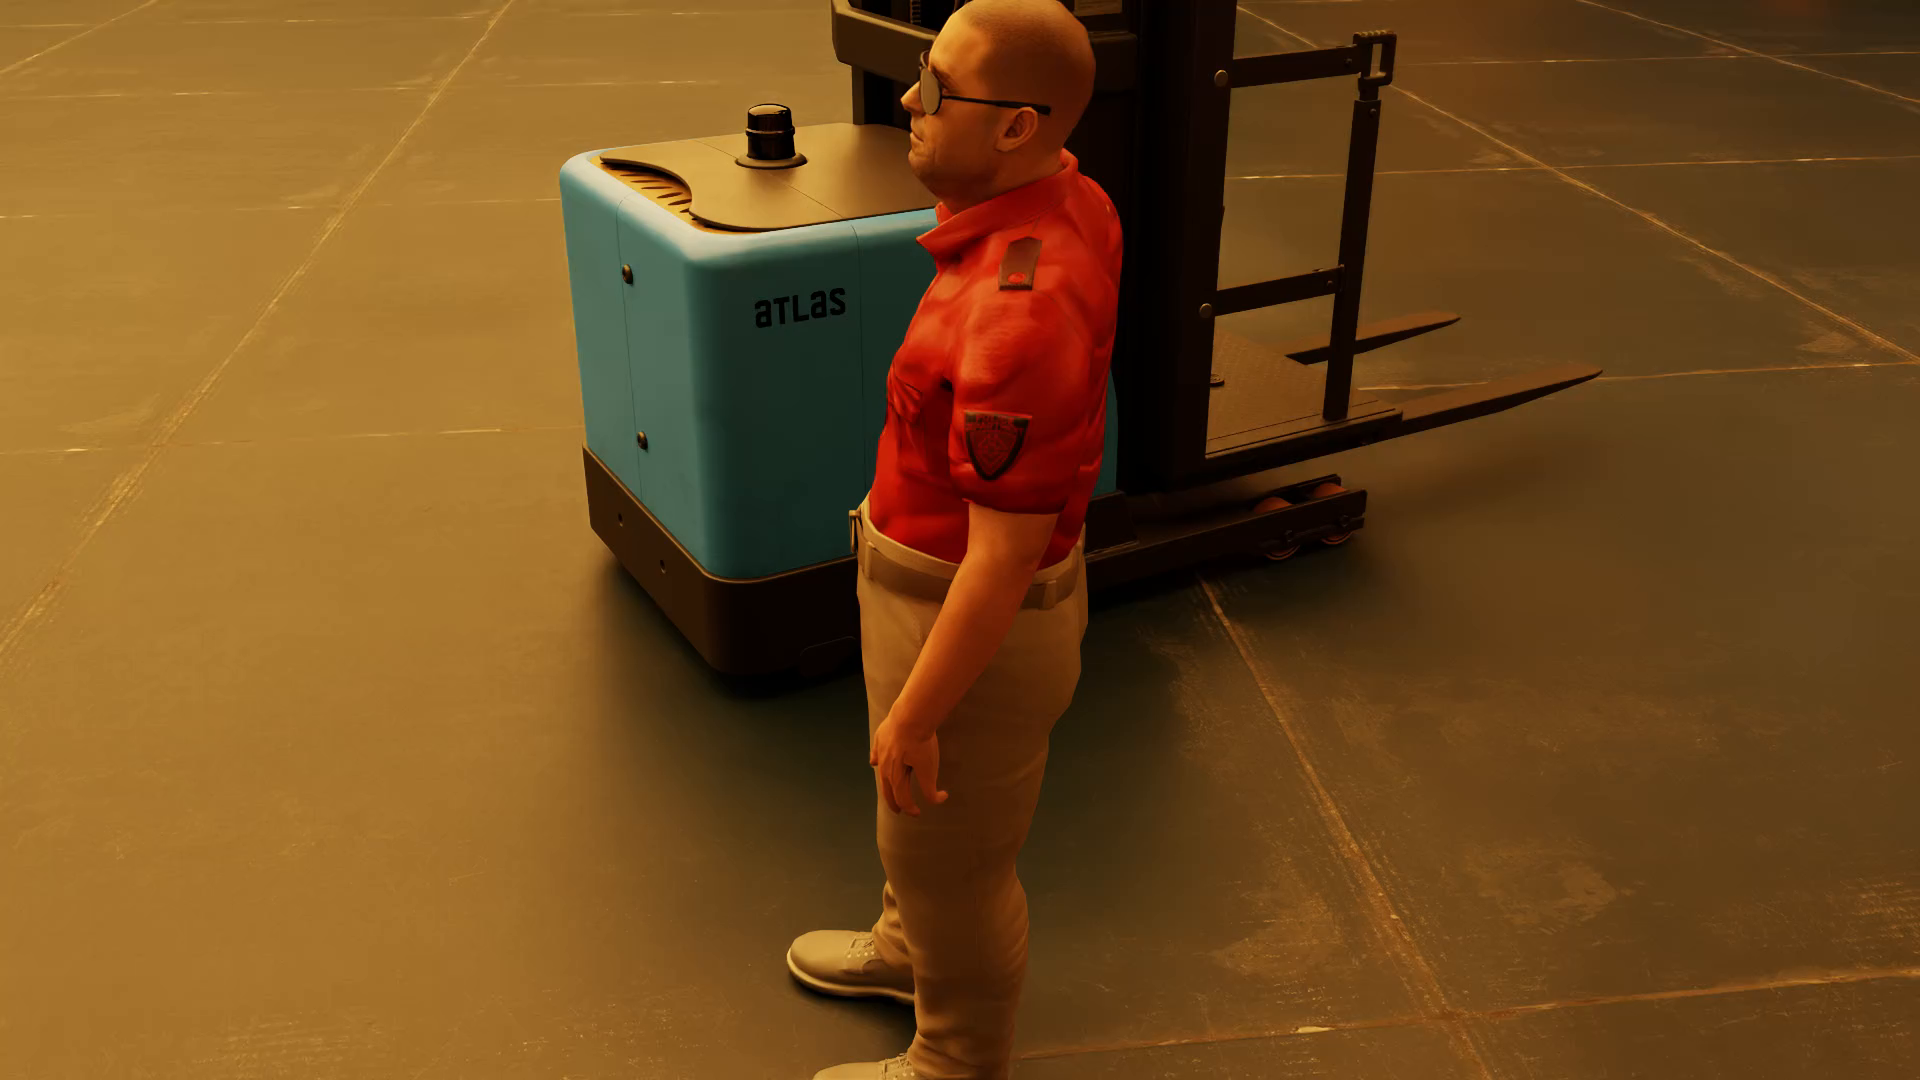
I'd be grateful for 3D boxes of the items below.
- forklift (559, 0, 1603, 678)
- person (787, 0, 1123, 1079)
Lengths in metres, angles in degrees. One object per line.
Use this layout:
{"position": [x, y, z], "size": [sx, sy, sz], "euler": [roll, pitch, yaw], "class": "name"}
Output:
{"position": [0.529, -1.451, 4.240], "size": [3.031, 2.935, 1.130], "euler": [-14, 29, -26], "class": "forklift"}
{"position": [-0.072, 0.116, 2.358], "size": [0.551, 1.728, 0.640], "euler": [3, 26, 7], "class": "person"}
